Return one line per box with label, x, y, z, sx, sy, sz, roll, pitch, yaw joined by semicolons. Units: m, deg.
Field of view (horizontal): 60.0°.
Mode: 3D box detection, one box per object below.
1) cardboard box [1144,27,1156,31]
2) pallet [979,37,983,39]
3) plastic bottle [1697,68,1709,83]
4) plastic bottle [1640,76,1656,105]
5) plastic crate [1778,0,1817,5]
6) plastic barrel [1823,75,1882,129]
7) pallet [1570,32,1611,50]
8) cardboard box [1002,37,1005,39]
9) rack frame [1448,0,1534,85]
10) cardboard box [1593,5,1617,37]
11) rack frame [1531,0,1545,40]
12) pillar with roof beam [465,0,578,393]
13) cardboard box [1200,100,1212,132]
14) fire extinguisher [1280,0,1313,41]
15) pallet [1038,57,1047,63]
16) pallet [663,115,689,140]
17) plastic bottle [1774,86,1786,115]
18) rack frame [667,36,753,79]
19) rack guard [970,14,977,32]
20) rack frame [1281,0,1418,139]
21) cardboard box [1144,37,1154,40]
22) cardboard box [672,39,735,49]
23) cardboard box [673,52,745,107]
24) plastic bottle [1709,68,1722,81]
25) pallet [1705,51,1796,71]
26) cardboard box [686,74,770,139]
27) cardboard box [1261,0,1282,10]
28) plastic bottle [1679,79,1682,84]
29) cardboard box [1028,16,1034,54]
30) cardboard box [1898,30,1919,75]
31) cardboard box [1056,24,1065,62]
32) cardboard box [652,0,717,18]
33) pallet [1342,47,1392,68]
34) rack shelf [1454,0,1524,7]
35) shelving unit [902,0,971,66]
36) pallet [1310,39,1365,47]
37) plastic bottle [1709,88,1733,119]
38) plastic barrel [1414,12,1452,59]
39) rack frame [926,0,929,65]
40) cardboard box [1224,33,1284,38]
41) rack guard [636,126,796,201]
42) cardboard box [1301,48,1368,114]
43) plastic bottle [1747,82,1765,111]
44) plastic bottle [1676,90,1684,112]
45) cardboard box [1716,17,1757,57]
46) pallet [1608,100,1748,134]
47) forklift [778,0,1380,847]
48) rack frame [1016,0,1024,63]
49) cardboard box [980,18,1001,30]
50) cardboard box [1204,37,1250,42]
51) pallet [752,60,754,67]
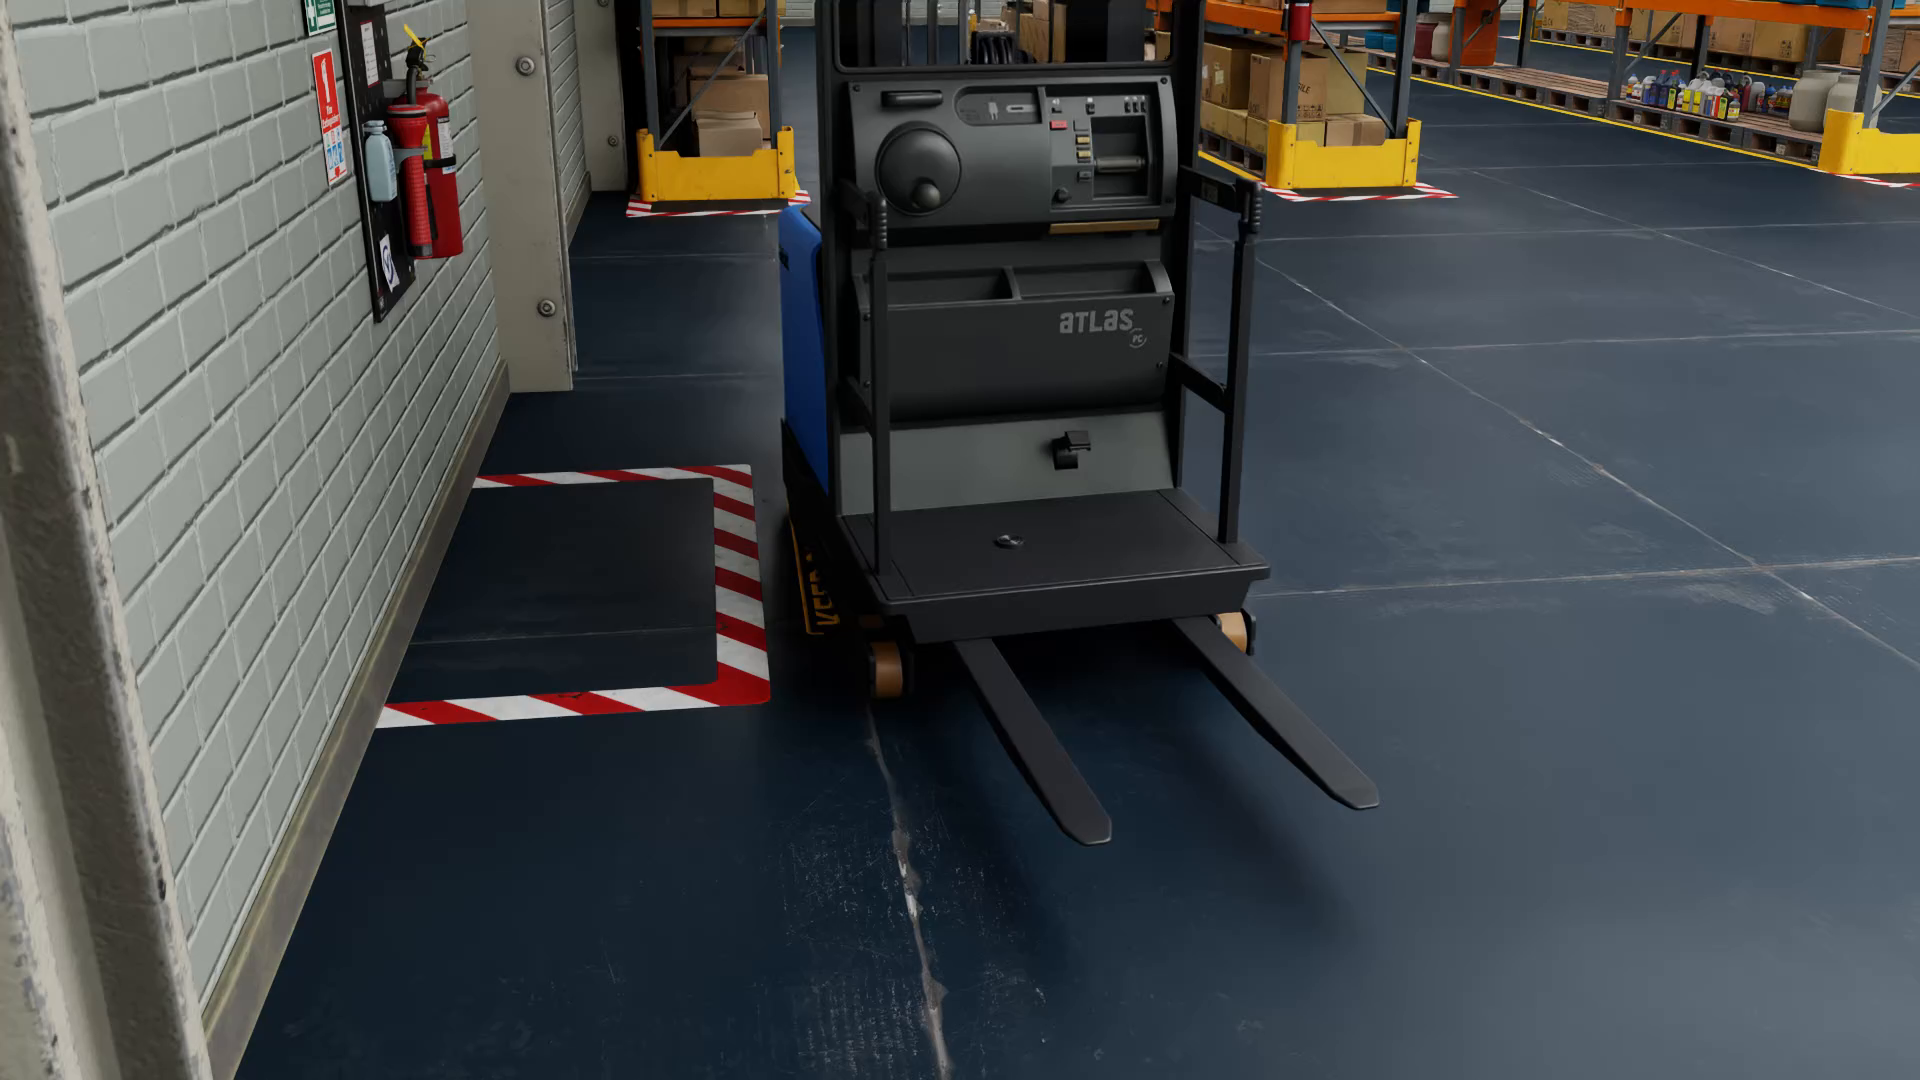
cardboard box;2.220;-6.046;20.145;0.500;0.311;0.500;-2;21;-6
pallet;0.874;-8.205;27.382;1.003;0.211;1.213;-3;21;-8
plastic bottle;7.614;-4.657;17.054;0.144;0.351;0.185;-3;21;-8
plastic bottle;7.065;-4.594;16.994;0.152;0.276;0.135;-2;21;-6
plastic crate;7.499;-4.836;14.589;0.499;0.251;0.408;-3;21;-8
plastic barrel;7.785;-3.778;14.499;0.421;0.512;0.421;0;20;0
pallet;10.916;-8.311;27.667;1.003;0.211;1.213;-3;21;-8
cardboard box;0.847;-7.609;25.247;0.380;0.149;0.250;-3;21;-8
rack frame;6.803;-7.292;20.953;1.000;3.000;0.127;-3;21;-8
cardboard box;10.981;-8.672;27.085;0.875;0.875;0.875;-3;21;-8
rack frame;10.551;-10.312;29.038;1.000;3.000;0.127;-3;21;-8
pillar with roof beam;2.320;-5.171;6.701;9.100;9.000;0.400;-3;21;-8
cardboard box;2.456;-3.872;15.125;0.500;0.250;0.500;-3;21;-8
fire extinguisher;2.611;-4.173;12.713;0.296;0.674;0.183;-3;21;-8
pallet;1.658;-6.419;22.601;1.003;0.211;1.213;-3;21;-8
pallet;-2.293;-3.870;15.777;1.003;0.211;1.213;-3;21;-8
plastic bottle;7.939;-4.247;16.071;0.097;0.271;0.097;0;20;0
rack frame;-3.001;-6.792;19.615;1.000;3.000;0.127;-3;21;-8
rack guard;0.758;-8.616;28.071;1.175;0.500;0.348;-3;21;-8
rack frame;3.054;-4.274;12.872;1.000;3.000;0.127;-3;21;-8
cardboard box;1.915;-5.483;18.637;0.500;0.311;0.500;-3;21;-8
cardboard box;-2.886;-5.397;18.822;0.700;0.500;0.500;-3;21;-8
cardboard box;-2.547;-4.697;16.948;0.700;0.500;0.500;-2;21;-6
plastic bottle;7.757;-4.664;17.073;0.144;0.351;0.185;-3;21;-9
pallet;11.492;-6.934;23.979;1.003;0.211;1.213;-3;21;-8
cardboard box;-1.997;-3.756;14.428;0.700;0.500;0.500;-4;21;-11
cardboard box;2.918;-4.664;13.775;0.700;0.500;0.500;-2;21;-6
plastic bottle;7.225;-4.491;16.723;0.097;0.271;0.097;0;20;0
cardboard box;1.240;-7.100;23.382;0.500;0.500;0.500;-3;21;-7
cardboard box;12.001;-5.959;20.327;0.700;0.500;0.500;-1;21;-3
cardboard box;1.533;-6.391;21.483;0.500;0.500;0.500;-2;21;-6
cardboard box;-2.107;-4.114;12.629;0.500;0.250;0.500;-3;21;-7
pallet;6.296;-7.101;24.428;1.003;0.211;1.213;-3;21;-8
rack shelf;6.514;-7.648;22.933;1.077;0.370;4.000;-3;21;-8
shelving unit;-0.227;-1.294;6.181;0.431;2.100;0.503;-5;21;-13
pallet;6.082;-7.623;25.825;1.003;0.211;1.213;-3;21;-8
plastic bottle;7.248;-4.155;15.817;0.152;0.276;0.135;-3;21;-7
plastic barrel;6.552;-6.919;22.800;0.600;0.588;0.708;-3;21;-8
rack frame;-0.286;-1.377;6.403;0.400;2.100;0.015;-5;21;-13
cardboard box;2.821;-4.595;15.991;0.500;0.500;0.500;-3;21;-8
rack guard;-1.859;-2.878;12.707;1.175;0.500;0.348;-3;21;-8
cardboard box;3.122;-3.904;14.138;0.500;0.500;0.500;-3;21;-8
plastic bottle;7.851;-4.394;16.458;0.152;0.276;0.135;-3;21;-7
plastic bottle;7.130;-4.337;16.413;0.097;0.201;0.097;0;20;0
cardboard box;11.504;-7.292;23.390;1.225;0.875;0.875;-3;21;-8
pallet;7.435;-4.366;17.105;1.003;0.211;1.213;-3;21;-8
forklift;0.208;-1.082;4.425;1.130;2.935;3.031;-5;21;-13
rack frame;1.324;-8.428;23.996;1.000;3.000;0.127;-3;21;-8
cardboard box;0.617;-8.356;27.102;0.500;0.250;0.500;-3;21;-8
cardboard box;2.378;-4.396;15.457;0.500;0.500;0.500;-3;21;-8
pallet;-3.213;-6.184;21.973;1.003;0.211;1.213;-3;21;-8
